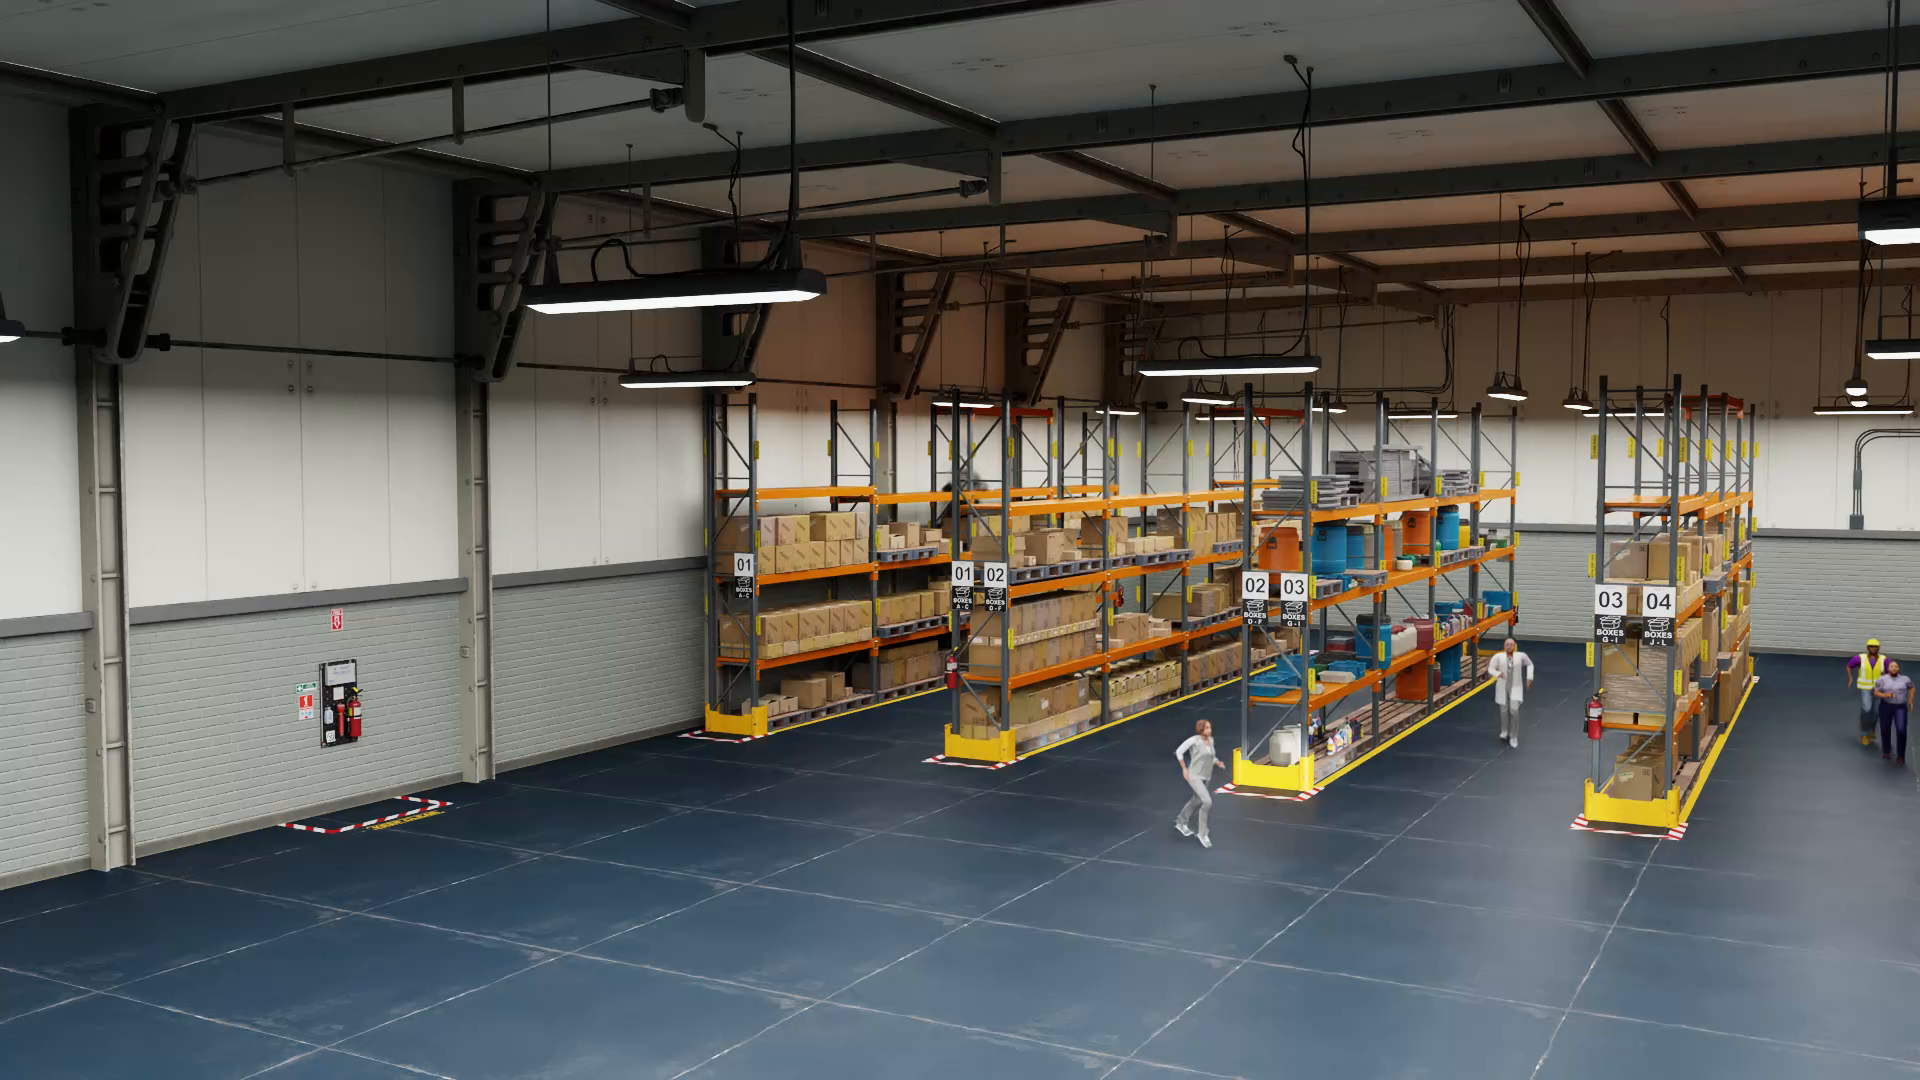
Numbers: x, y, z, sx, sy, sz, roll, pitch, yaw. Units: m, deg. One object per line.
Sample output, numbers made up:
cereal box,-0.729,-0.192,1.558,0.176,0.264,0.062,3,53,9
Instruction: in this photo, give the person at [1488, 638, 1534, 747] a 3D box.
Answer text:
person,9.381,2.699,28.353,0.735,1.674,0.836,1,3,22

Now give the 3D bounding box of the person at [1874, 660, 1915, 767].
person,14.889,2.801,26.520,0.576,1.605,0.716,2,4,29

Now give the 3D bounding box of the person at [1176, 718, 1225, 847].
person,3.040,3.072,21.197,0.456,1.629,0.808,-3,4,-42

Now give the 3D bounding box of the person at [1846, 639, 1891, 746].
person,15.529,2.590,28.342,0.678,1.831,0.770,1,3,16
